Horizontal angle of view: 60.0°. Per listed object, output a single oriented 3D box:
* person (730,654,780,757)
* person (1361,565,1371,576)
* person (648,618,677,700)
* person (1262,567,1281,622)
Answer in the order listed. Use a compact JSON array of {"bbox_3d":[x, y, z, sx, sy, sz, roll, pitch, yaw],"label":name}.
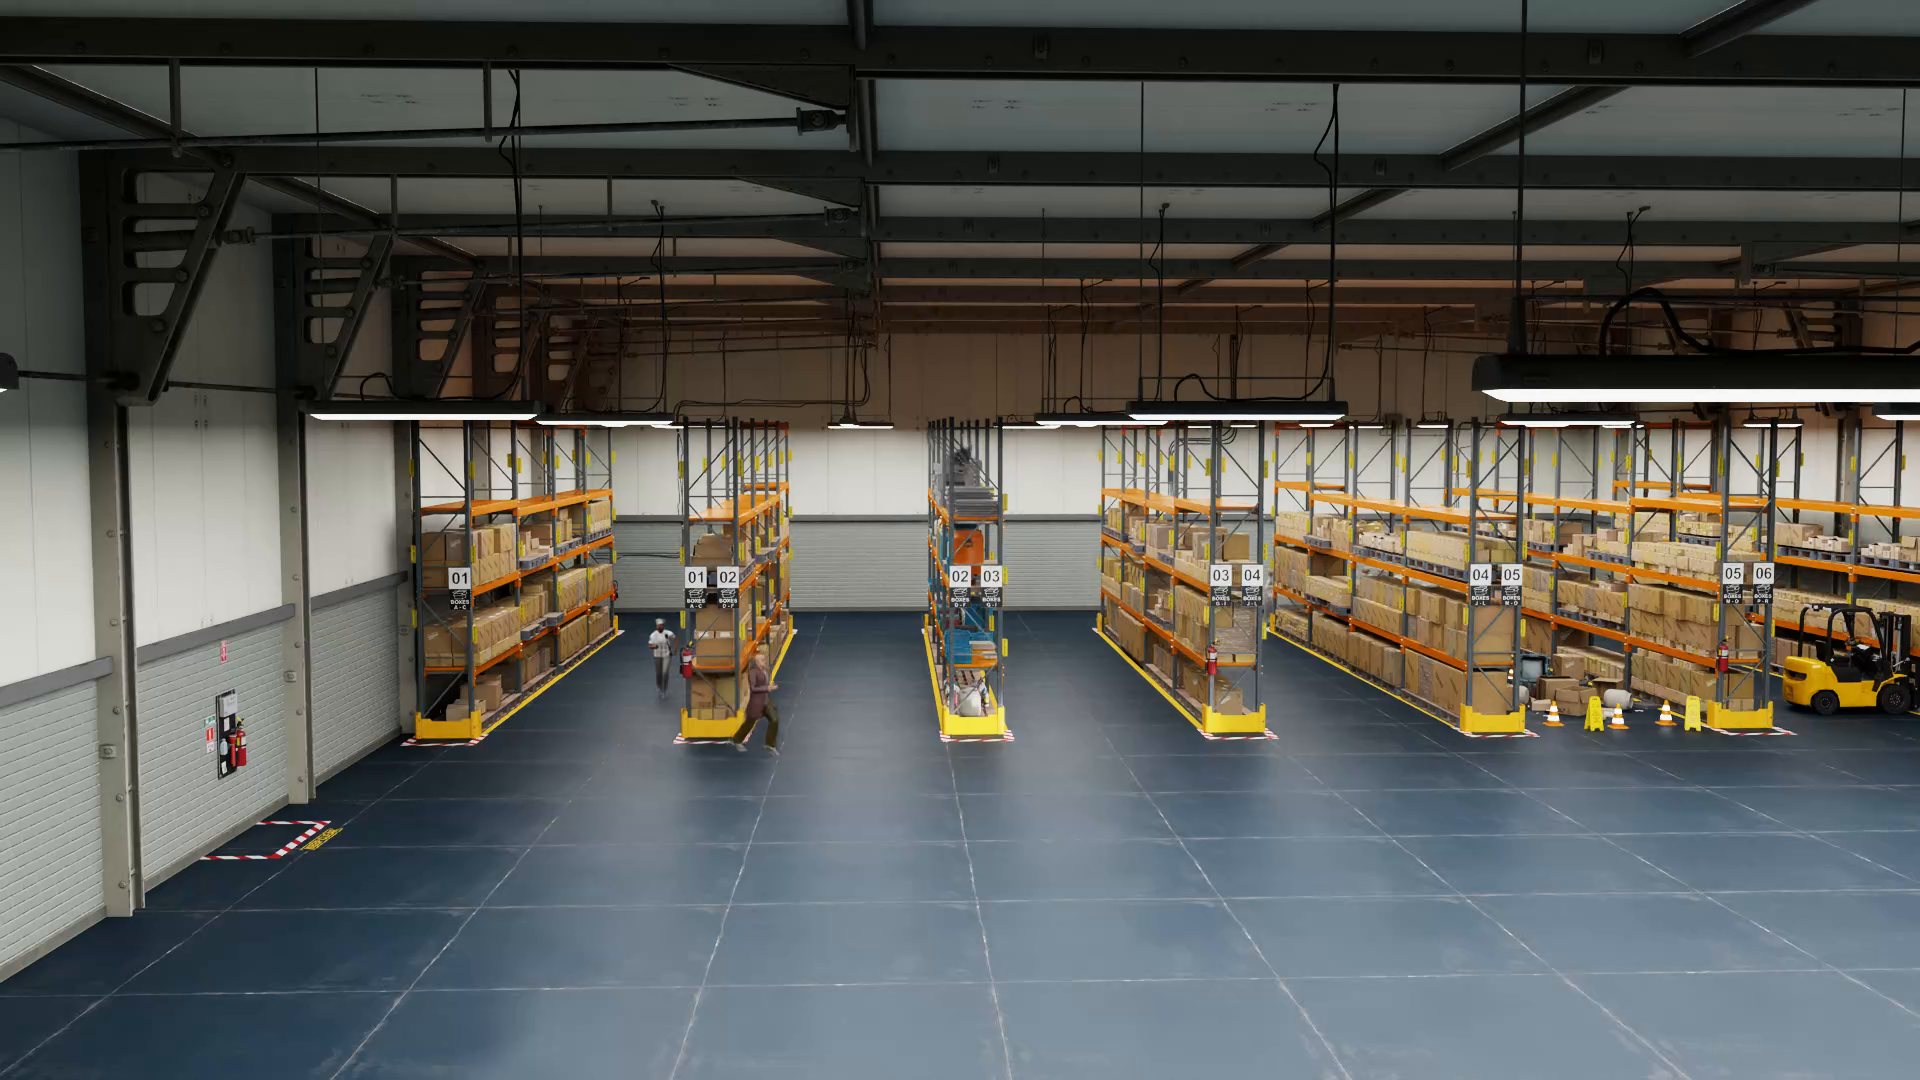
[{"bbox_3d":[-3.580,2.918,29.436,0.984,1.838,0.732,2,4,29],"label":"person"},{"bbox_3d":[11.996,1.604,49.207,0.985,1.754,0.698,0,4,-4],"label":"person"},{"bbox_3d":[-6.405,2.543,35.856,0.585,1.746,0.892,0,4,-1],"label":"person"},{"bbox_3d":[9.253,1.642,49.081,0.956,1.758,0.730,0,4,6],"label":"person"}]
